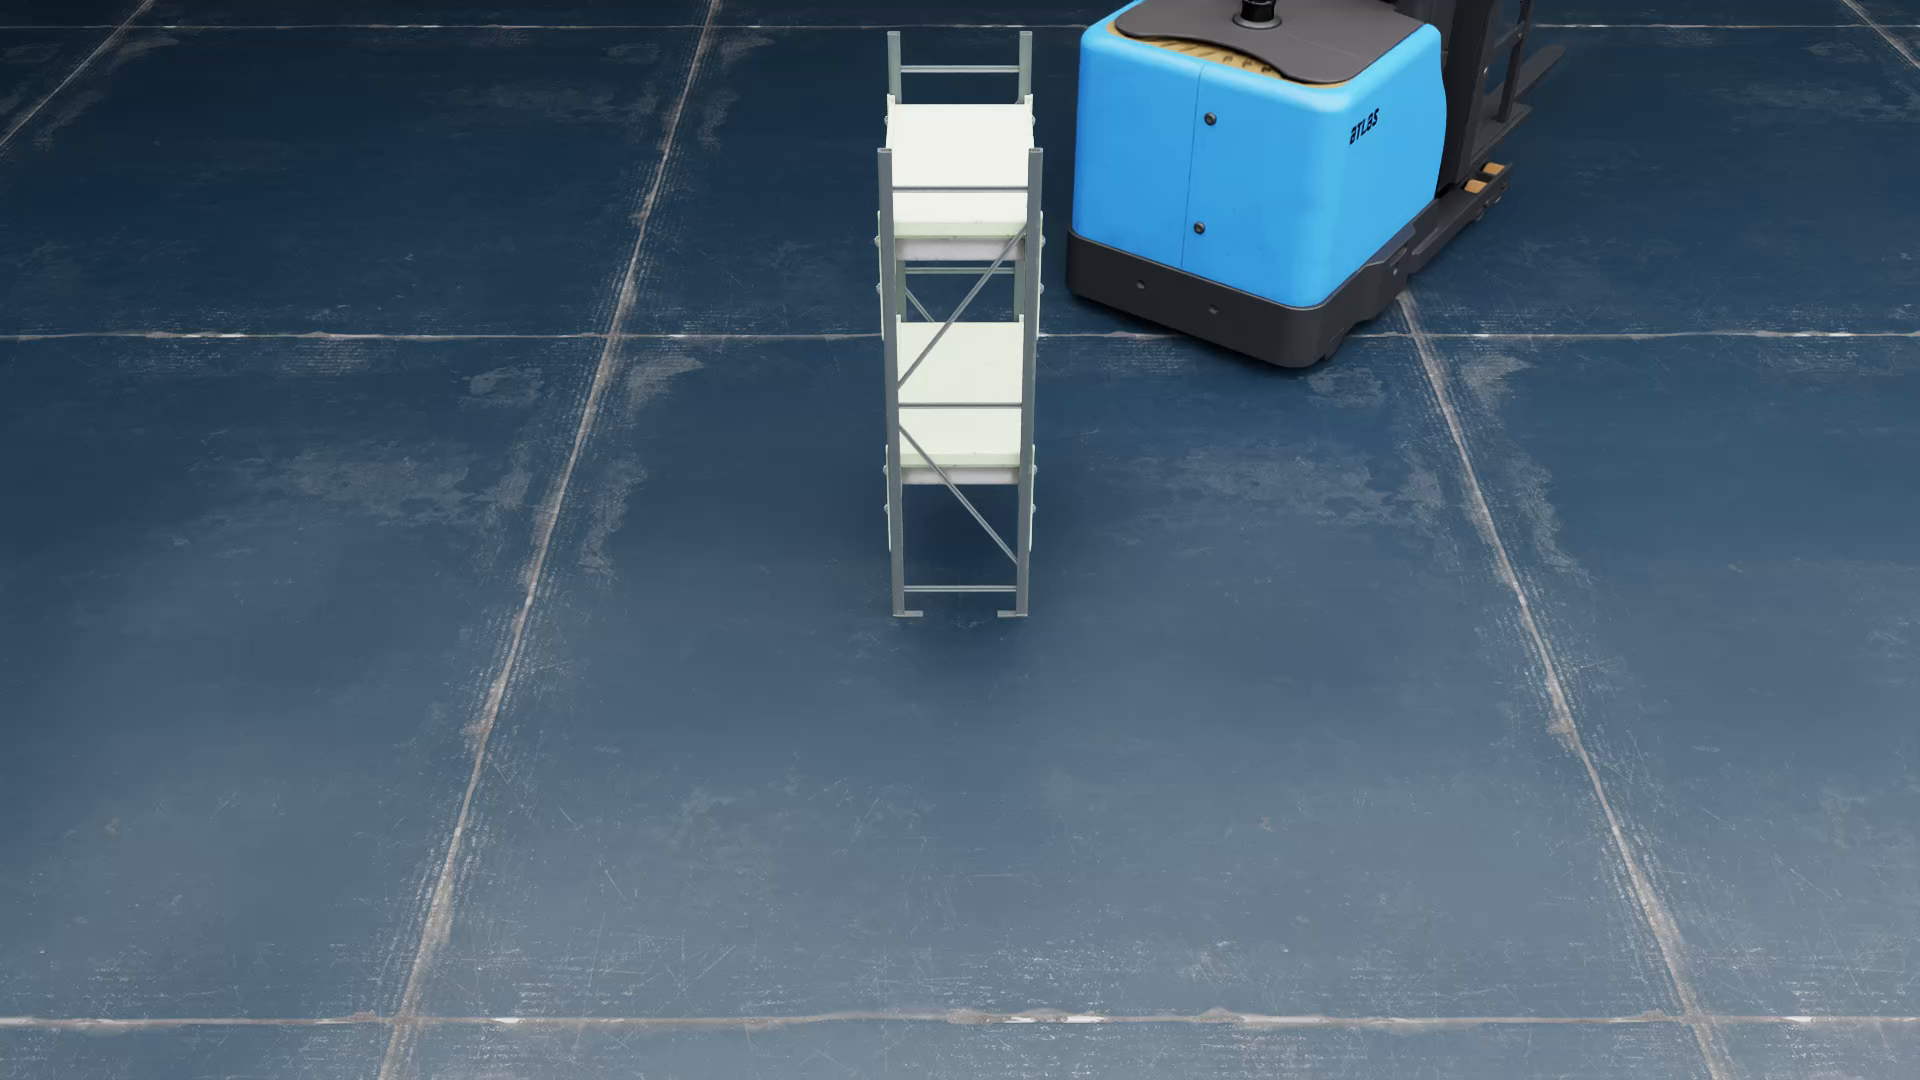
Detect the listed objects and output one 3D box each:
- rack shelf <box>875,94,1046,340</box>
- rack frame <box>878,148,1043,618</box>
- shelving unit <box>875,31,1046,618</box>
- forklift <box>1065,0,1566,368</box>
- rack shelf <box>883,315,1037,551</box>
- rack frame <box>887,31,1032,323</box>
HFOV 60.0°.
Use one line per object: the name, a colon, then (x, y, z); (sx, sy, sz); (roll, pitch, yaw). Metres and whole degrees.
rack shelf: (0.000, -0.894, 4.542); (0.431, 0.370, 0.720); (0, 39, 0)
rack frame: (0.000, -0.361, 4.501); (0.400, 1.500, 0.023); (0, 39, 0)
shelving unit: (0.000, -0.589, 4.786); (0.431, 1.500, 0.755); (0, 39, 0)
forklift: (1.673, -2.629, 6.187); (1.130, 2.935, 3.031); (24, 45, 27)
rack shelf: (0.000, -0.335, 4.990); (0.431, 0.370, 0.720); (0, 39, 0)
rack frame: (0.000, -0.818, 5.072); (0.400, 1.500, 0.023); (0, 39, 0)
